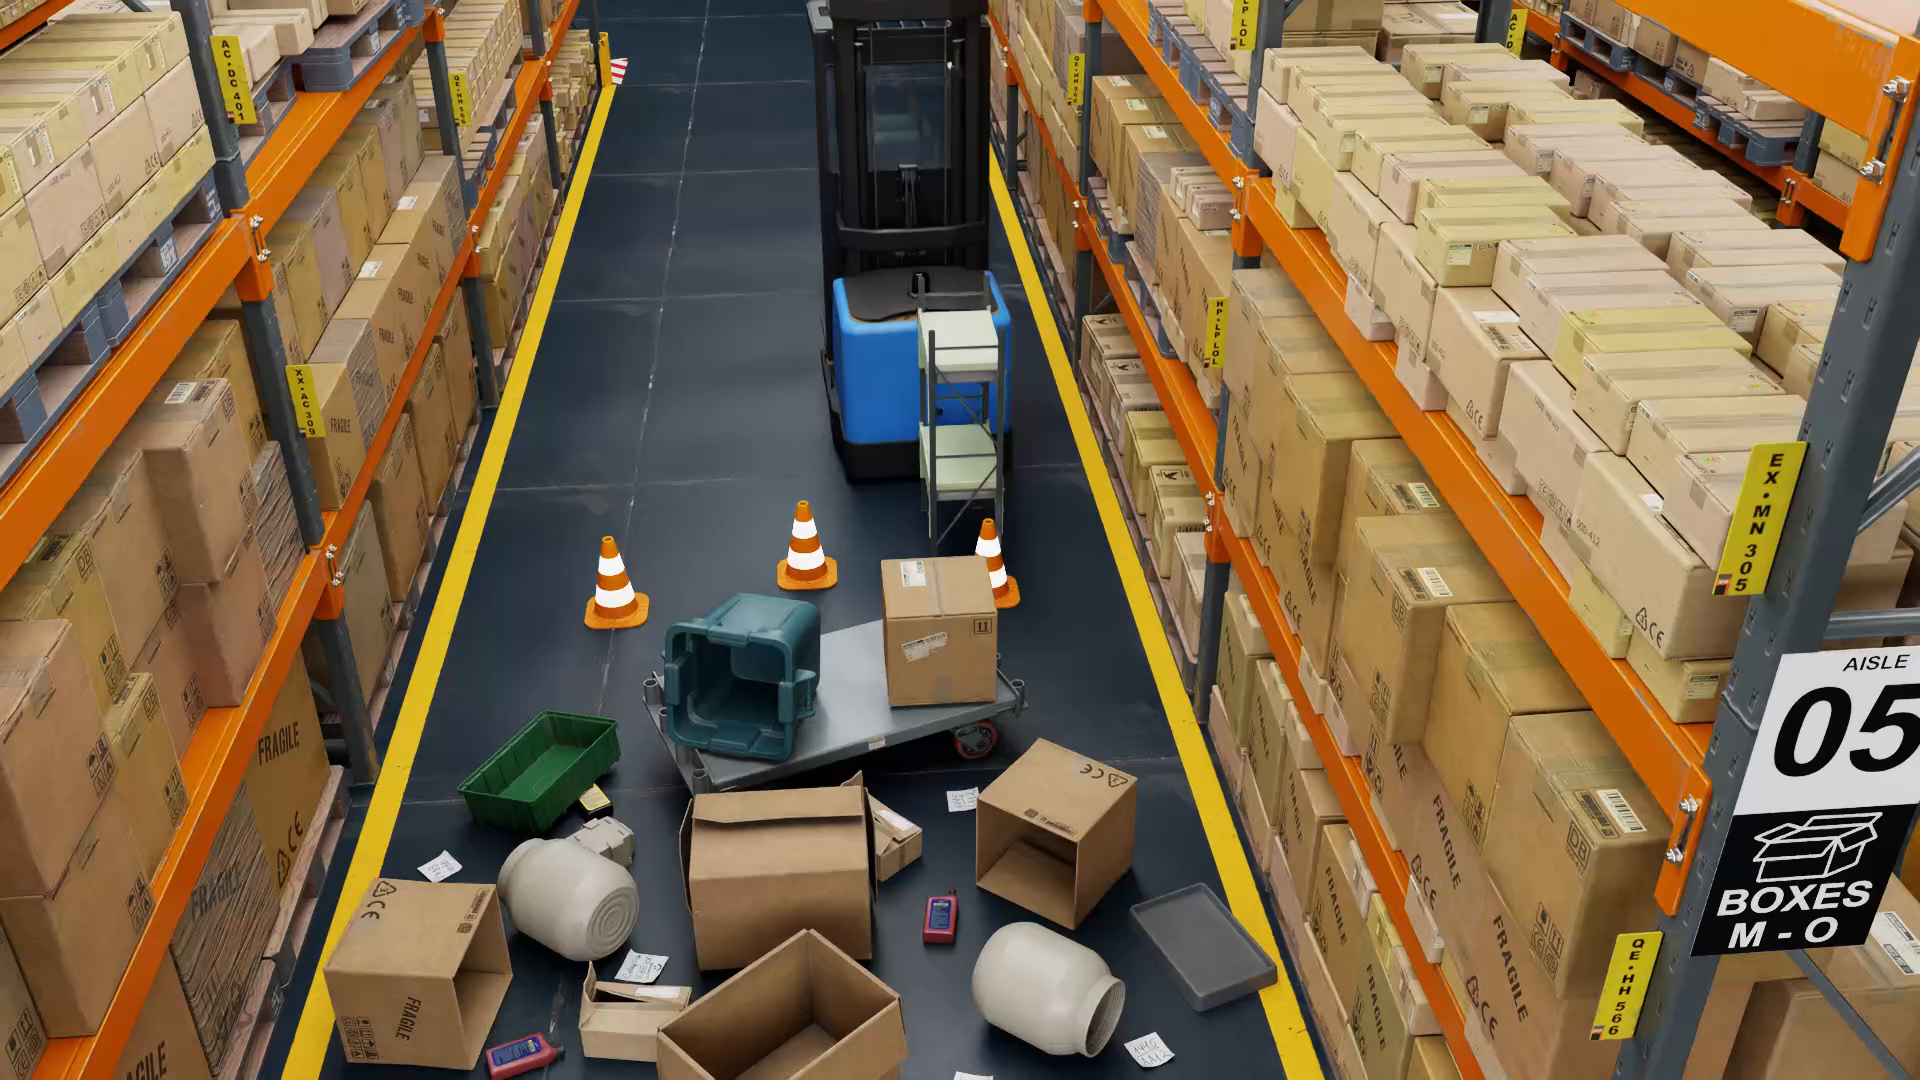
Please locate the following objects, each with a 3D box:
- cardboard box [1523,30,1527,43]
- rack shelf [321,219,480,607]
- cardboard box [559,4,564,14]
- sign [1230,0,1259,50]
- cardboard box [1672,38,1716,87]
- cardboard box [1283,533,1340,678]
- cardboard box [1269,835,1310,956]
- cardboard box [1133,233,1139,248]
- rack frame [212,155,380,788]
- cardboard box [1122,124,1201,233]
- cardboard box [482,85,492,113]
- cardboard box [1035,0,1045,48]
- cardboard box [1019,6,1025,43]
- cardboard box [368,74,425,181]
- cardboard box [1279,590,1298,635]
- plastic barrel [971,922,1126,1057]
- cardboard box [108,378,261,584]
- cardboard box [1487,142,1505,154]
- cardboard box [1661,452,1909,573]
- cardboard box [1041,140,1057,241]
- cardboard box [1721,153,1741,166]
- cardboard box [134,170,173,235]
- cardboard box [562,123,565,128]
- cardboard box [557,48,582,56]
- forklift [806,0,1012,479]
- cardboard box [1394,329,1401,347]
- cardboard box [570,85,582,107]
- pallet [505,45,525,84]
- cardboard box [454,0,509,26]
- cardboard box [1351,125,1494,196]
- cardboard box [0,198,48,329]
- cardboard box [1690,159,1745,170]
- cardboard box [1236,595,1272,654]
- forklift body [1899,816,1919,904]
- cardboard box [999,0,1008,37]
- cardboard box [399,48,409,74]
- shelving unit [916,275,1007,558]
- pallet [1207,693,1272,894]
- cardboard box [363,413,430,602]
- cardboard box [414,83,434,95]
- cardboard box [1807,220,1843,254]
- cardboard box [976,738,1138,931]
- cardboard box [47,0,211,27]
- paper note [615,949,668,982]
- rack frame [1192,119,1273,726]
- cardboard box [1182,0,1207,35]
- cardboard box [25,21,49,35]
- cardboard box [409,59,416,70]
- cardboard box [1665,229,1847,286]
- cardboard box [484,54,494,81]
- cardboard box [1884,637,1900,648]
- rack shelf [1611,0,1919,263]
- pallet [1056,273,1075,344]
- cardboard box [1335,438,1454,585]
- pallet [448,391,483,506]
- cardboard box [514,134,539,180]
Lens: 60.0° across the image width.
[{"bbox_3d":[5.491,-5.145,17.466,0.700,0.500,0.500,-2,31,-3],"label":"cardboard box"},{"bbox_3d":[-3.439,-0.850,8.949,1.077,0.370,4.000,-3,31,-5],"label":"rack shelf"},{"bbox_3d":[-3.871,-4.945,15.348,0.380,0.149,0.250,-1,31,-2],"label":"cardboard box"},{"bbox_3d":[1.115,-2.077,6.489,0.100,0.325,0.005,-3,31,-5],"label":"sign"},{"bbox_3d":[5.898,-3.758,12.606,0.797,0.503,0.637,-3,31,-6],"label":"cardboard box"},{"bbox_3d":[1.535,0.153,6.181,0.500,0.500,0.500,-3,31,-5],"label":"cardboard box"},{"bbox_3d":[1.567,1.431,6.702,0.500,0.250,0.500,-3,31,-5],"label":"cardboard box"},{"bbox_3d":[1.217,-1.818,9.703,0.380,0.149,0.250,-1,31,-2],"label":"cardboard box"},{"bbox_3d":[-3.252,-0.138,7.055,1.000,3.000,0.127,-3,31,-5],"label":"rack frame"},{"bbox_3d":[1.217,-2.042,9.447,0.500,0.500,0.500,-2,31,-4],"label":"cardboard box"},{"bbox_3d":[-3.592,-3.167,11.963,0.380,0.149,0.250,-2,31,-4],"label":"cardboard box"},{"bbox_3d":[0.849,-3.966,12.393,0.500,0.500,0.500,-3,31,-5],"label":"cardboard box"},{"bbox_3d":[0.757,-4.158,13.445,0.500,0.250,0.500,-2,31,-4],"label":"cardboard box"},{"bbox_3d":[-3.594,-2.422,9.808,0.700,0.500,0.500,-3,31,-5],"label":"cardboard box"},{"bbox_3d":[1.496,0.246,6.658,0.380,0.149,0.250,-2,31,-3],"label":"cardboard box"},{"bbox_3d":[0.341,1.740,6.425,0.512,0.421,0.421,20,36,29],"label":"plastic barrel"},{"bbox_3d":[-3.084,-0.201,5.961,0.875,0.550,0.550,-3,31,-5],"label":"cardboard box"},{"bbox_3d":[2.025,-1.307,5.944,0.500,0.250,0.500,-3,31,-5],"label":"cardboard box"},{"bbox_3d":[1.715,-0.065,3.476,0.380,0.149,0.250,-2,31,-4],"label":"cardboard box"},{"bbox_3d":[1.149,-3.006,13.519,0.875,0.875,0.875,-2,31,-3],"label":"cardboard box"},{"bbox_3d":[6.323,-3.033,13.298,0.380,0.149,0.250,-3,31,-4],"label":"cardboard box"},{"bbox_3d":[-2.850,-1.110,5.495,0.380,0.149,0.250,-2,31,-4],"label":"cardboard box"},{"bbox_3d":[-3.947,-3.903,15.730,0.380,0.149,0.250,-4,31,-7],"label":"cardboard box"},{"bbox_3d":[-3.993,-4.826,16.694,0.380,0.149,0.250,-4,31,-7],"label":"cardboard box"},{"bbox_3d":[-0.389,-2.373,10.865,1.130,2.935,3.031,-4,31,-7],"label":"forklift"},{"bbox_3d":[1.595,-0.647,5.228,0.380,0.149,0.250,-3,31,-4],"label":"cardboard box"},{"bbox_3d":[-3.869,-4.293,16.092,0.380,0.149,0.250,-2,31,-4],"label":"cardboard box"},{"bbox_3d":[-4.073,-3.743,13.278,1.003,0.211,1.213,-3,31,-5],"label":"pallet"},{"bbox_3d":[-3.719,-4.085,12.920,0.380,0.149,0.250,-4,31,-6],"label":"cardboard box"},{"bbox_3d":[1.512,-1.246,5.453,0.380,0.149,0.250,-4,31,-6],"label":"cardboard box"},{"bbox_3d":[-2.810,-0.701,4.423,0.500,0.250,0.500,-3,31,-5],"label":"cardboard box"},{"bbox_3d":[5.896,-2.873,13.030,0.380,0.149,0.250,-3,31,-5],"label":"cardboard box"},{"bbox_3d":[1.405,0.354,7.140,0.380,0.149,0.250,-2,31,-4],"label":"cardboard box"},{"bbox_3d":[4.989,0.860,6.213,2.313,2.155,1.214,-3,31,-5],"label":"forklift body"},{"bbox_3d":[0.622,-4.778,14.727,0.500,0.500,0.500,-2,31,-4],"label":"cardboard box"},{"bbox_3d":[-4.293,-3.530,12.279,0.380,0.149,0.250,-3,31,-5],"label":"cardboard box"},{"bbox_3d":[0.001,-0.640,9.360,0.431,1.500,0.755,-3,31,-5],"label":"shelving unit"},{"bbox_3d":[1.765,1.112,7.683,1.003,0.211,1.213,-3,31,-5],"label":"pallet"},{"bbox_3d":[-3.486,-0.158,8.873,1.050,0.750,0.750,-3,31,-5],"label":"cardboard box"},{"bbox_3d":[-3.504,-2.890,10.919,0.380,0.149,0.250,-4,31,-6],"label":"cardboard box"},{"bbox_3d":[6.475,-2.044,12.275,0.500,0.500,0.500,-2,31,-3],"label":"cardboard box"},{"bbox_3d":[0.412,1.258,7.154,0.500,0.500,0.500,20,36,29],"label":"cardboard box"},{"bbox_3d":[-3.586,-2.204,7.229,0.500,0.250,0.500,-3,31,-5],"label":"cardboard box"},{"bbox_3d":[-1.303,1.746,6.805,0.172,0.023,0.155,8,32,13],"label":"paper note"},{"bbox_3d":[1.667,-0.427,7.539,1.000,3.000,0.127,-3,31,-5],"label":"rack frame"},{"bbox_3d":[1.379,-2.640,8.057,0.500,0.250,0.500,-2,31,-4],"label":"cardboard box"},{"bbox_3d":[-9.096,-4.559,16.120,0.875,0.875,0.875,-3,31,-5],"label":"cardboard box"},{"bbox_3d":[-4.323,-3.544,12.594,0.380,0.149,0.250,-4,31,-7],"label":"cardboard box"},{"bbox_3d":[2.199,-0.747,4.618,0.380,0.149,0.250,-2,31,-3],"label":"cardboard box"},{"bbox_3d":[-3.622,-3.432,12.115,0.380,0.149,0.250,-2,31,-3],"label":"cardboard box"},{"bbox_3d":[2.333,0.251,3.725,0.380,0.149,0.250,-3,31,-5],"label":"cardboard box"},{"bbox_3d":[1.854,-1.671,4.476,1.077,0.370,4.000,-3,31,-5],"label":"rack shelf"},{"bbox_3d":[1.295,-1.678,12.353,1.003,0.211,1.213,-3,31,-5],"label":"pallet"},{"bbox_3d":[1.677,-0.010,5.479,0.700,0.500,0.500,-3,31,-5],"label":"cardboard box"},{"bbox_3d":[-3.627,-0.577,10.510,1.003,0.211,1.213,-3,31,-5],"label":"pallet"},{"bbox_3d":[-3.643,-3.020,13.178,0.500,0.250,0.500,-1,31,-2],"label":"cardboard box"}]
